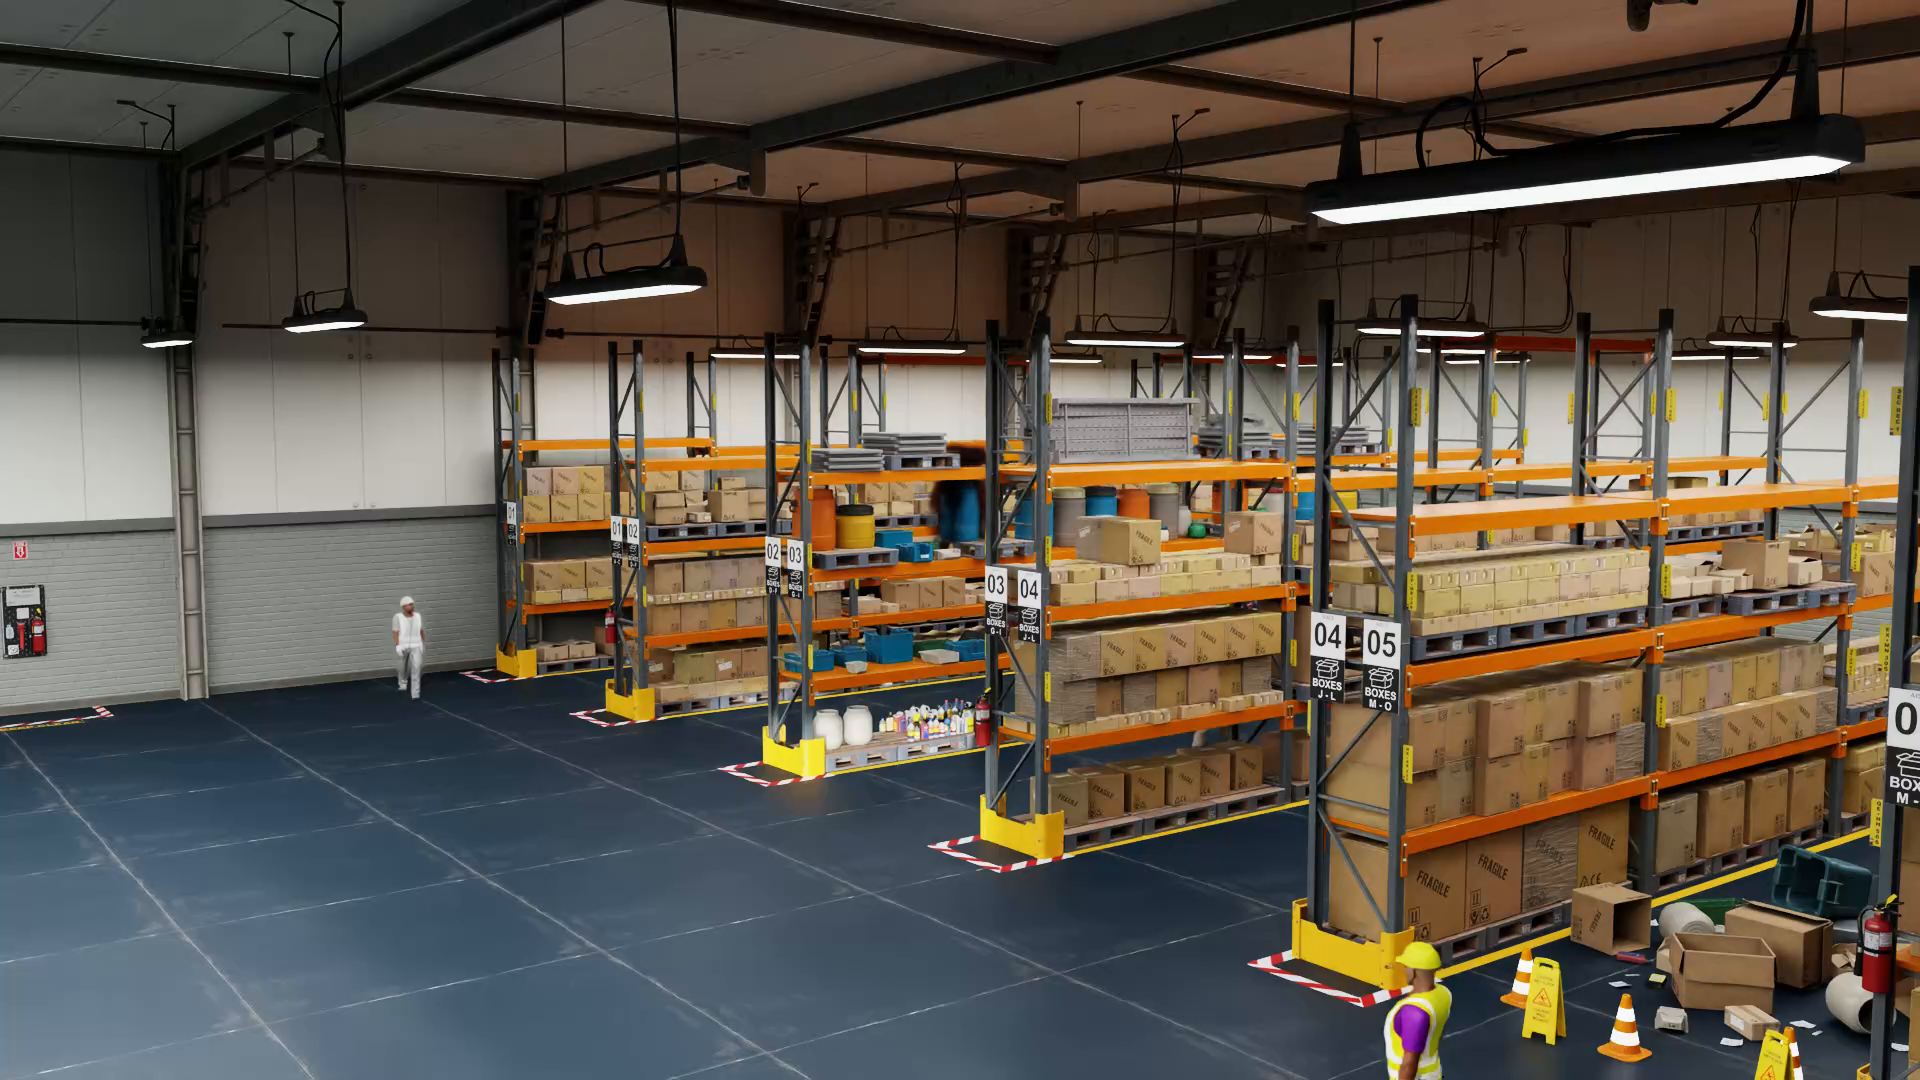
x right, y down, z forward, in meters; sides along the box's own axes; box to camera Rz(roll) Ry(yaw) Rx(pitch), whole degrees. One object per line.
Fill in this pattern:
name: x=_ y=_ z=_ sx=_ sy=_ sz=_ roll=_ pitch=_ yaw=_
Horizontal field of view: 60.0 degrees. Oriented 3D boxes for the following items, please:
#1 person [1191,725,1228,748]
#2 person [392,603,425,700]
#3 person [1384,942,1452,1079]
person: x=3.473 y=2.324 z=22.925 sx=1.038 sy=1.591 sz=0.413 roll=-3 pitch=6 yaw=-31
person: x=-9.383 y=1.848 z=28.303 sx=0.518 sy=1.691 sz=1.057 roll=-2 pitch=5 yaw=-19
person: x=2.807 y=3.366 z=10.409 sx=0.506 sy=1.759 sz=0.643 roll=1 pitch=5 yaw=13
